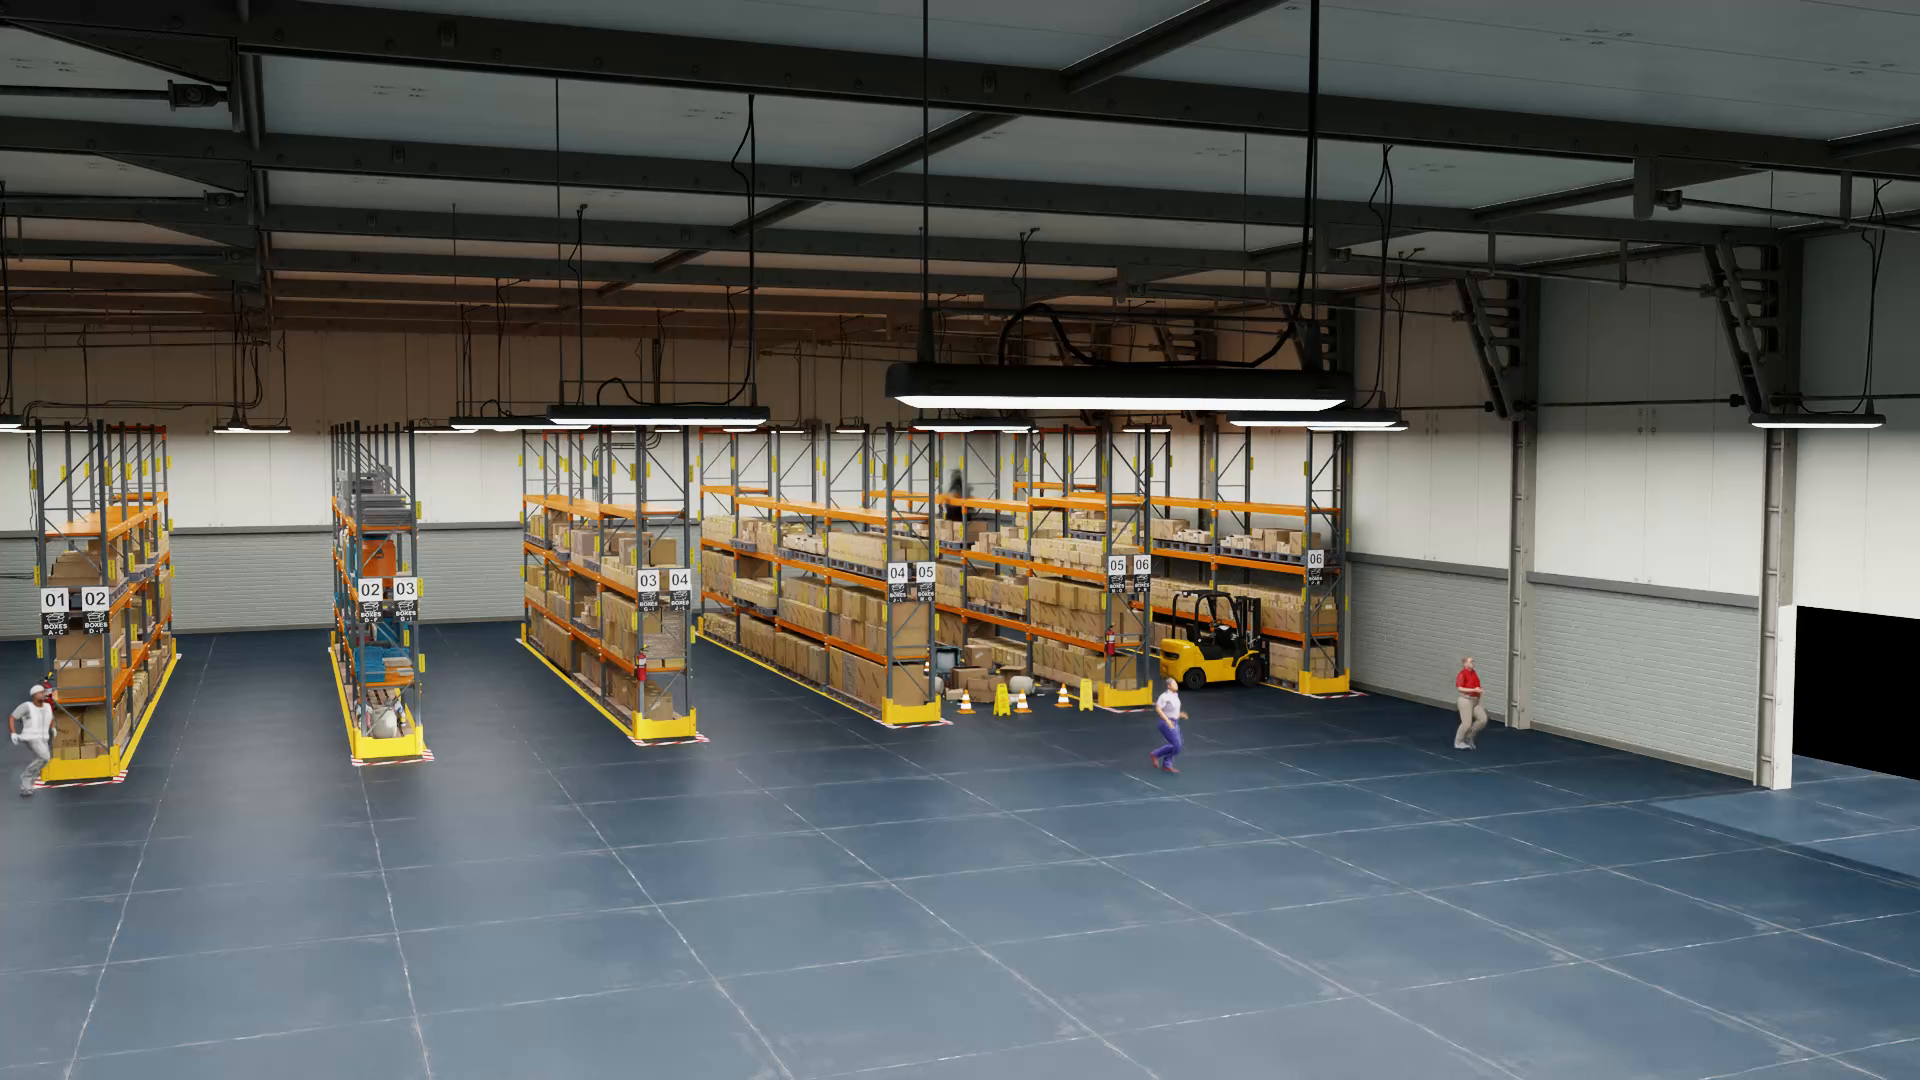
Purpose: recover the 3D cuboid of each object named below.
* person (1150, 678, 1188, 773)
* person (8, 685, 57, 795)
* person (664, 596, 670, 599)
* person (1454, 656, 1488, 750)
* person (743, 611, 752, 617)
[{"bbox_3d":[3.576,3.155,28.374,0.586,1.617,0.598,2,4,24],"label":"person"},{"bbox_3d":[-14.757,3.192,26.638,0.607,1.711,0.723,1,4,15],"label":"person"},{"bbox_3d":[-8.444,1.921,47.633,0.675,1.642,0.842,0,4,8],"label":"person"},{"bbox_3d":[9.313,2.989,30.231,0.644,1.736,0.656,-3,5,-38],"label":"person"},{"bbox_3d":[-6.558,1.779,49.604,0.851,1.672,0.713,2,4,34],"label":"person"}]
